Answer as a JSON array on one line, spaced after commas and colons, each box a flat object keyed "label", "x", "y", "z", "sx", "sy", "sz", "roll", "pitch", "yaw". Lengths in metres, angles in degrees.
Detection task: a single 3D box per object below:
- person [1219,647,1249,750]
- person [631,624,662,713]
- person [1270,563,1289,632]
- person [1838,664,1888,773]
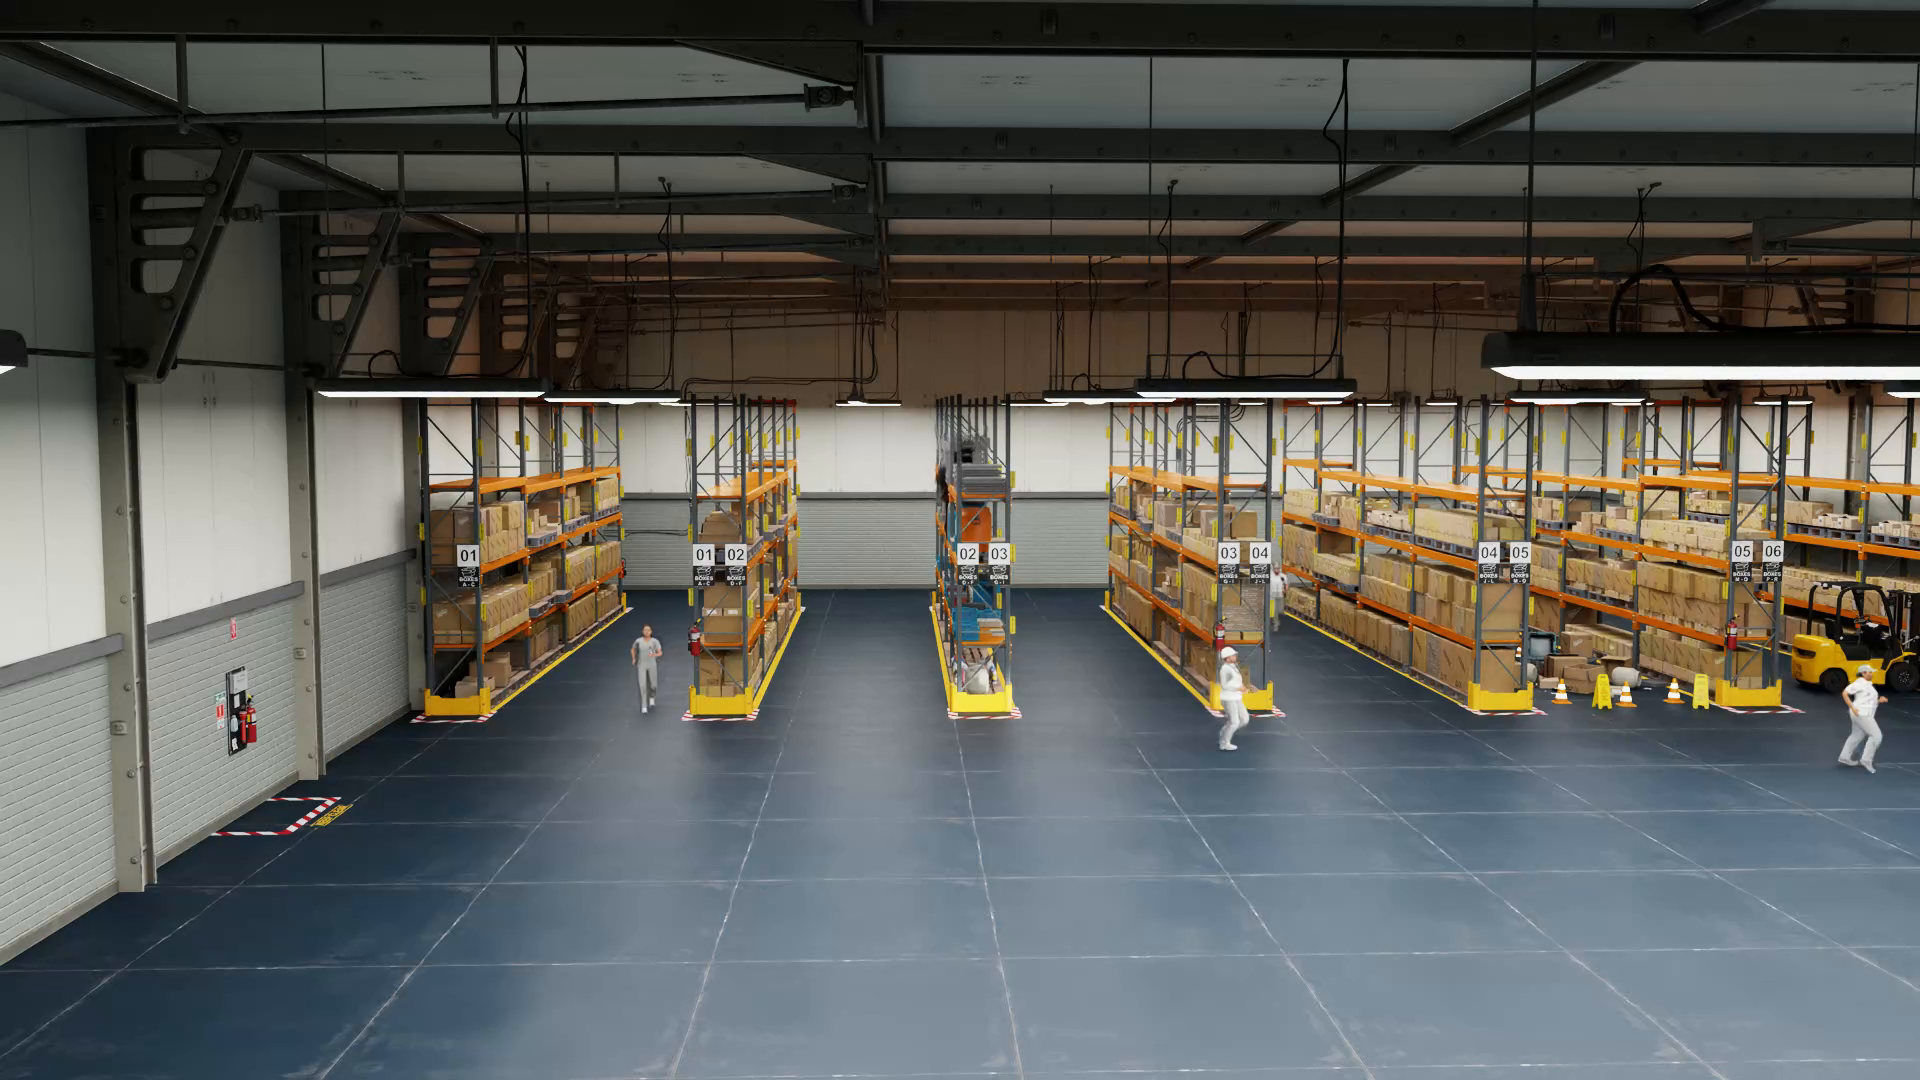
[{"label": "person", "x": 4.610, "y": 2.656, "z": 27.883, "sx": 0.578, "sy": 1.726, "sz": 0.650, "roll": 2, "pitch": 5, "yaw": 26}, {"label": "person", "x": -5.946, "y": 2.421, "z": 31.517, "sx": 0.592, "sy": 1.646, "sz": 0.874, "roll": -1, "pitch": 5, "yaw": -8}, {"label": "person", "x": 8.188, "y": 1.457, "z": 43.117, "sx": 0.673, "sy": 1.770, "sz": 0.715, "roll": 0, "pitch": 4, "yaw": 1}, {"label": "person", "x": 14.331, "y": 2.824, "z": 26.388, "sx": 0.679, "sy": 1.713, "sz": 0.589, "roll": 3, "pitch": 5, "yaw": 35}]
